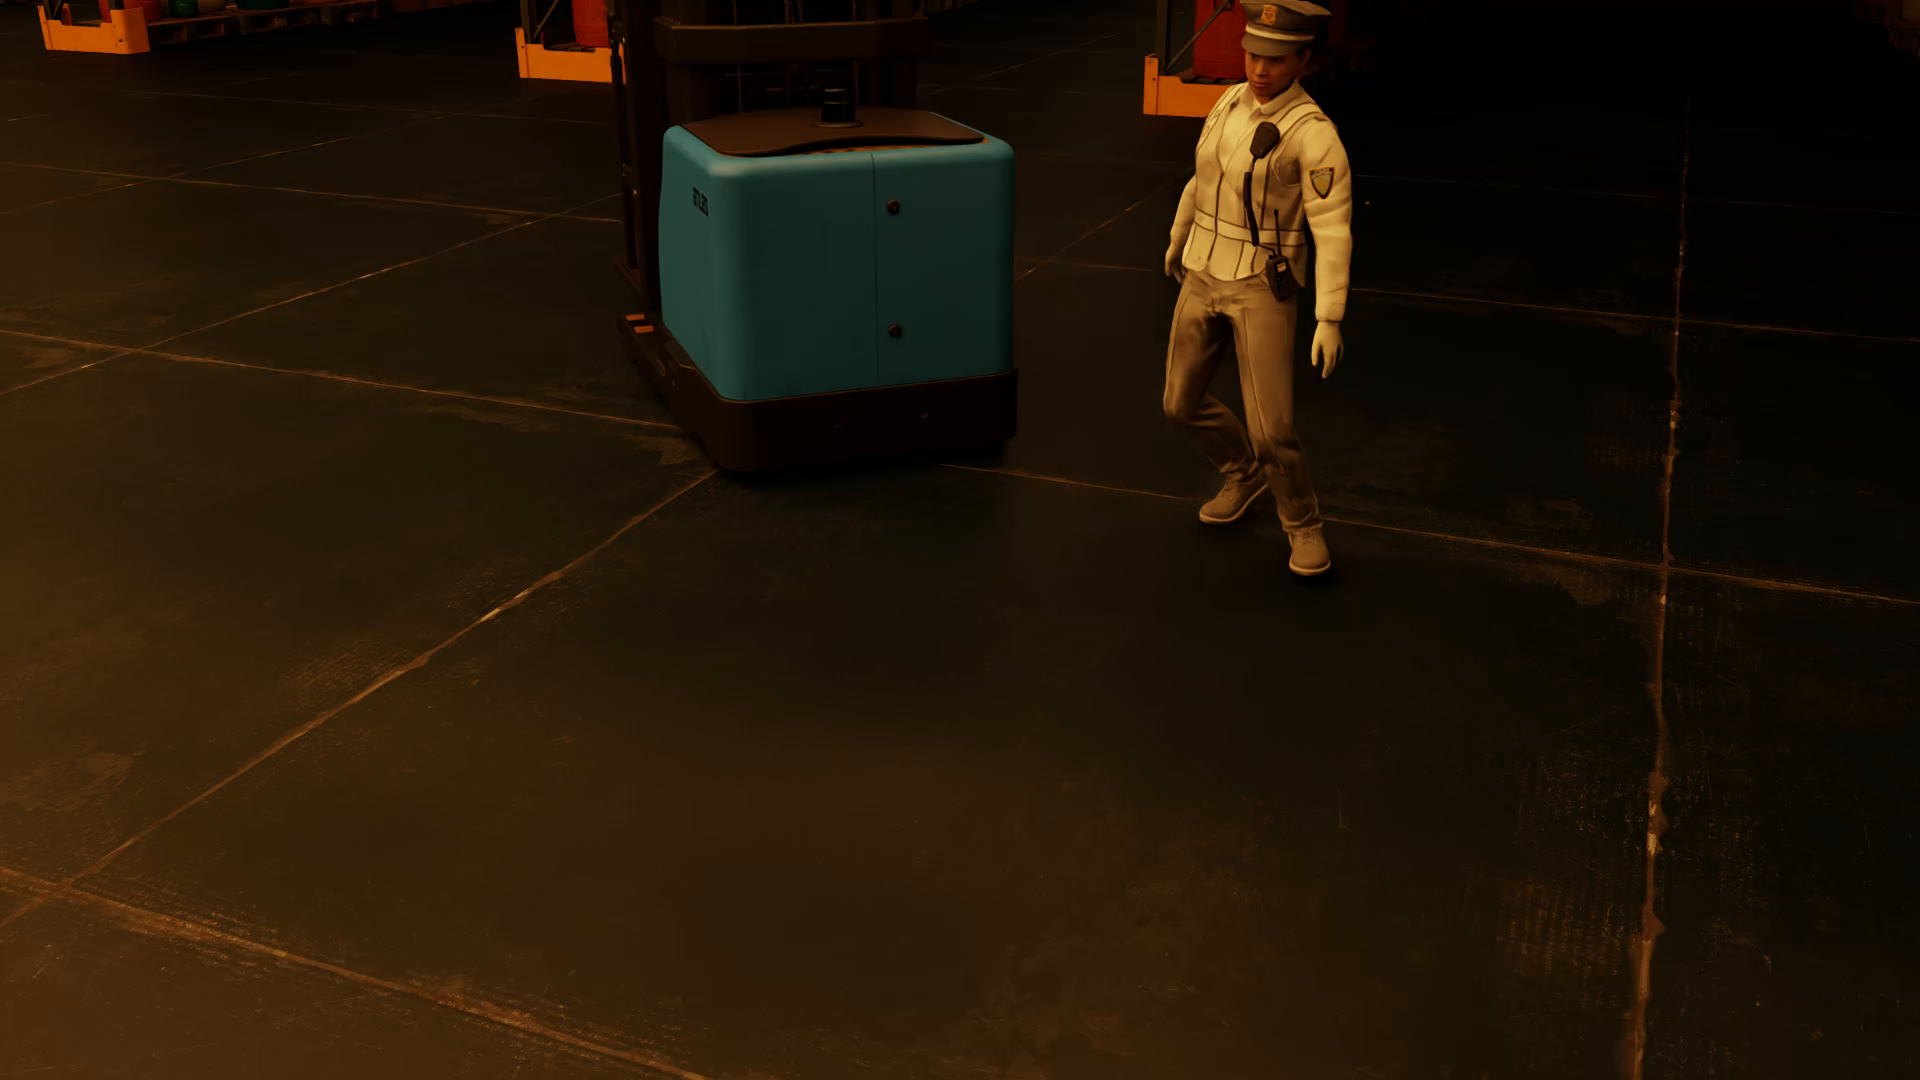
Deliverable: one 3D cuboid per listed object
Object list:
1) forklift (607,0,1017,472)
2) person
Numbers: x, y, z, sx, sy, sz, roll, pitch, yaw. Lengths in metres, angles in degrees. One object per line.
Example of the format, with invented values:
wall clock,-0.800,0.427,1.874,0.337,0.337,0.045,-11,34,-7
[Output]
forklift,-0.793,-2.113,6.347,1.130,2.935,3.031,-8,24,-19
person,0.858,-0.749,4.794,0.464,1.595,0.814,-14,26,-29
